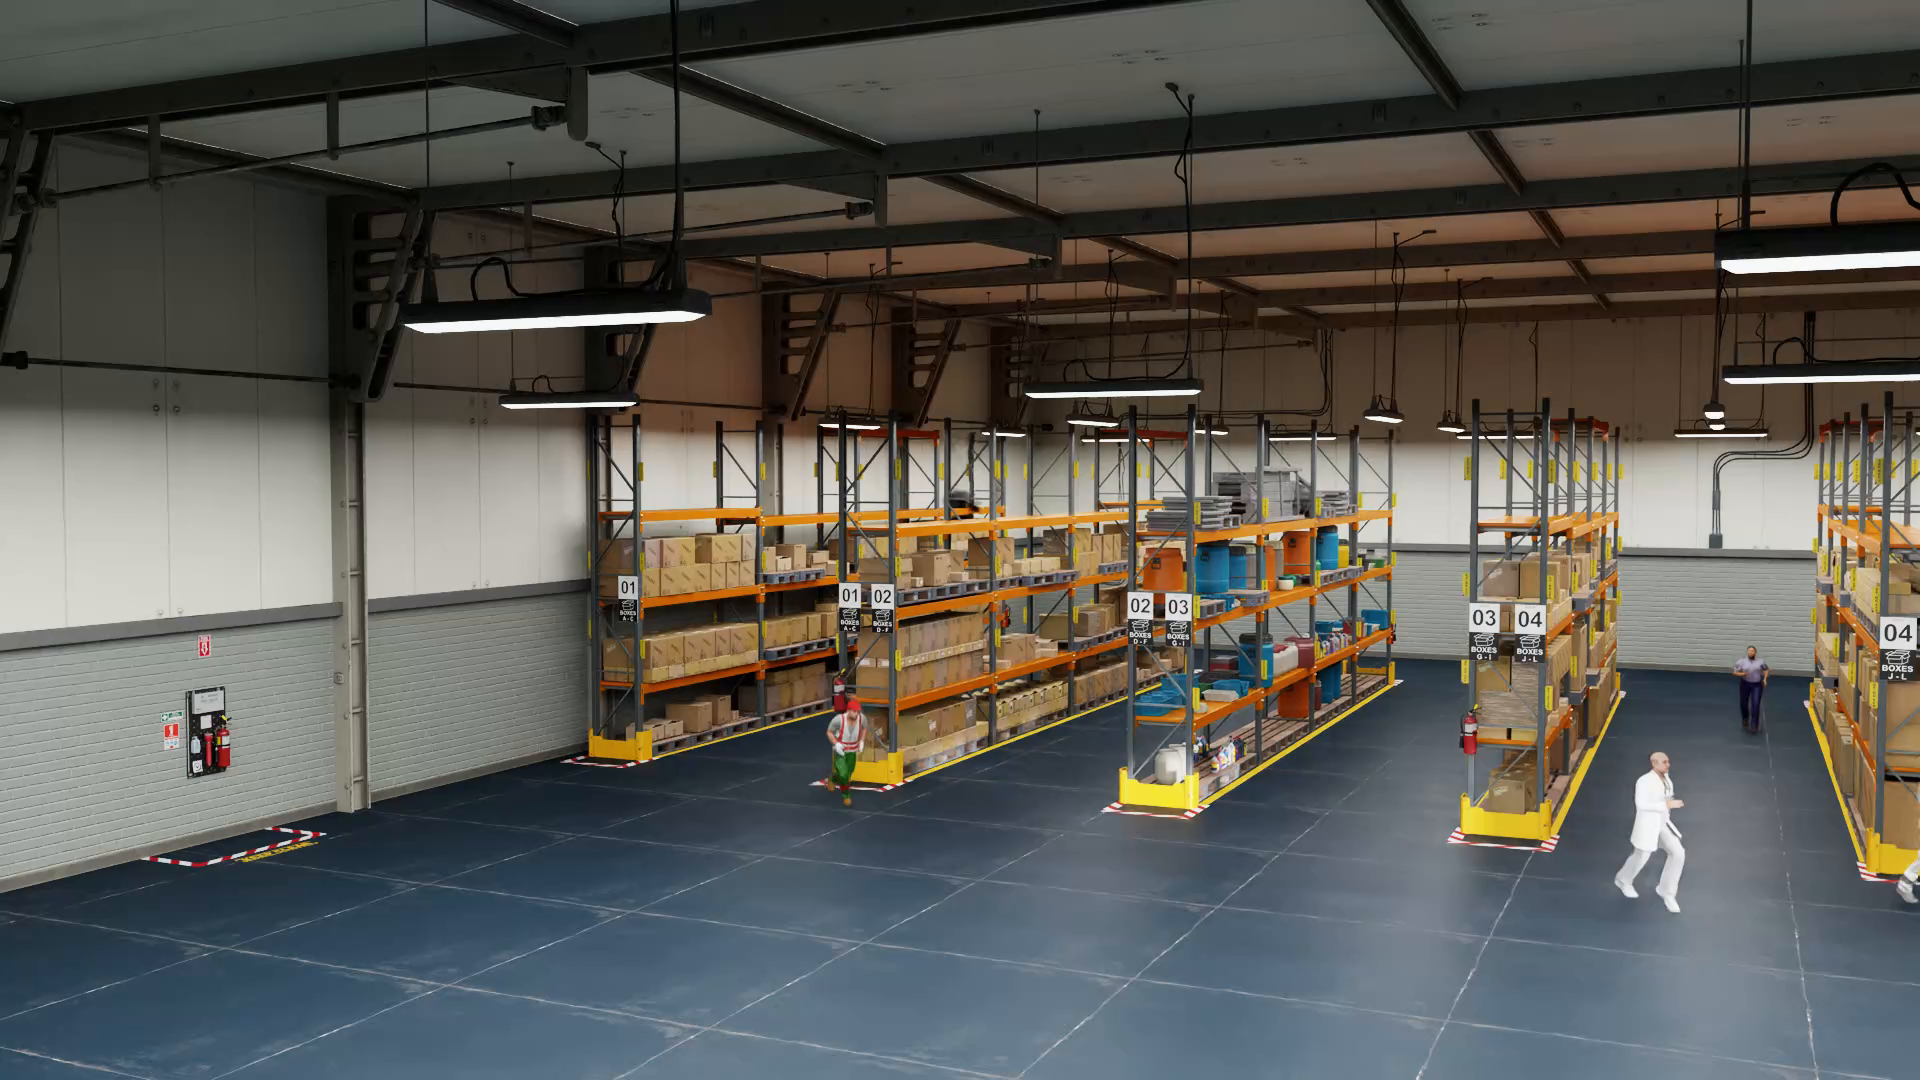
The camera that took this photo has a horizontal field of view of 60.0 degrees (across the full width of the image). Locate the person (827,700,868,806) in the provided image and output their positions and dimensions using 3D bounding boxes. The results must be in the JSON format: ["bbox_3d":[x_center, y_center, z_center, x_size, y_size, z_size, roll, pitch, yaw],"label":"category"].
[{"bbox_3d":[-1.729,3.181,25.091,0.661,1.624,1.016,-1,3,-27],"label":"person"}]

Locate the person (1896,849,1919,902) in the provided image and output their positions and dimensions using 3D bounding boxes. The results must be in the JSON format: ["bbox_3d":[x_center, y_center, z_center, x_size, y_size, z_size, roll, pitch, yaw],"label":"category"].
[{"bbox_3d":[11.098,3.336,18.809,0.673,1.835,0.917,-1,2,-14],"label":"person"}]

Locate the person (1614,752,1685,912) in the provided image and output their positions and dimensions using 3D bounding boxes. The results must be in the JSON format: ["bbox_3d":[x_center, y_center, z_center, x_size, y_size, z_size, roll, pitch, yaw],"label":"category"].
[{"bbox_3d":[7.961,3.333,19.190,0.746,1.826,0.933,-1,3,-31],"label":"person"}]

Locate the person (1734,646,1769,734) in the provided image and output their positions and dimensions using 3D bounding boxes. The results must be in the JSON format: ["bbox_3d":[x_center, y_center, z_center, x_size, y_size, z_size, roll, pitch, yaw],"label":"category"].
[{"bbox_3d":[15.210,2.848,31.977,0.602,1.632,0.941,1,3,27],"label":"person"}]
